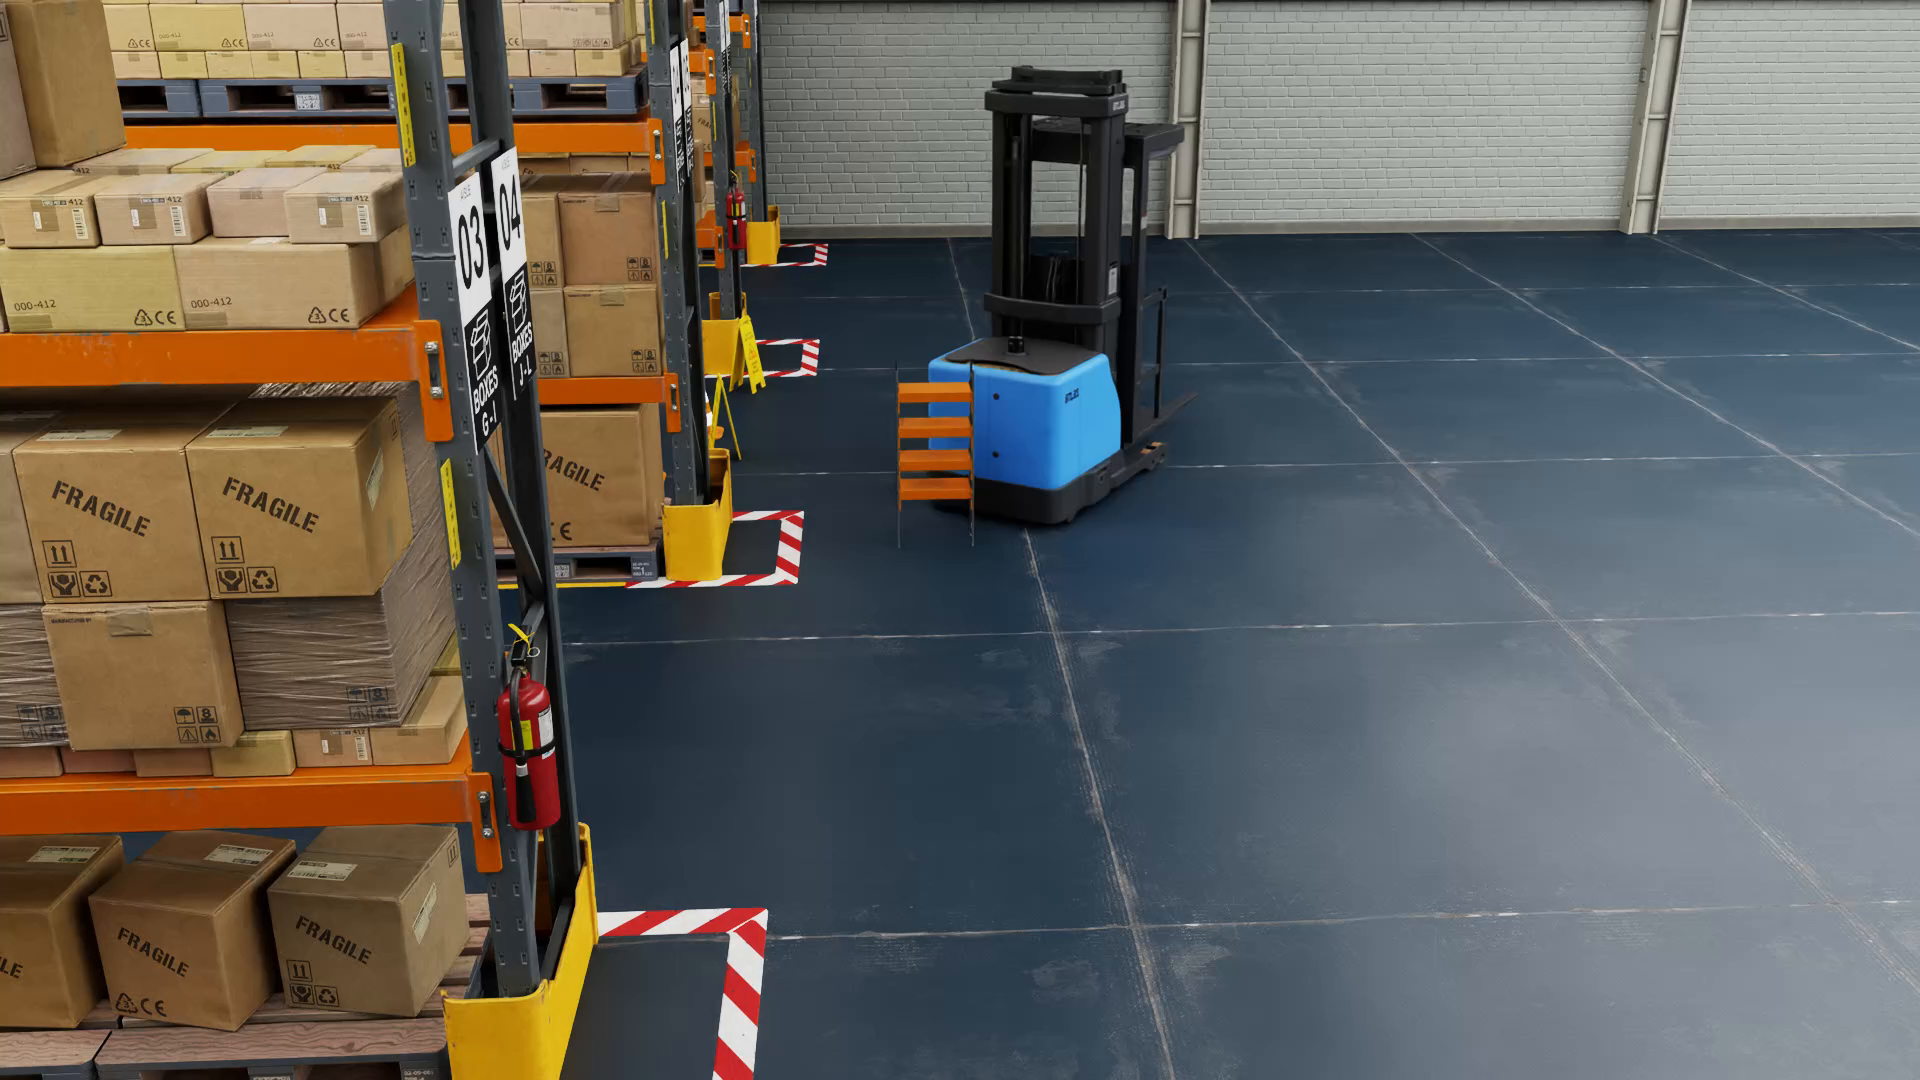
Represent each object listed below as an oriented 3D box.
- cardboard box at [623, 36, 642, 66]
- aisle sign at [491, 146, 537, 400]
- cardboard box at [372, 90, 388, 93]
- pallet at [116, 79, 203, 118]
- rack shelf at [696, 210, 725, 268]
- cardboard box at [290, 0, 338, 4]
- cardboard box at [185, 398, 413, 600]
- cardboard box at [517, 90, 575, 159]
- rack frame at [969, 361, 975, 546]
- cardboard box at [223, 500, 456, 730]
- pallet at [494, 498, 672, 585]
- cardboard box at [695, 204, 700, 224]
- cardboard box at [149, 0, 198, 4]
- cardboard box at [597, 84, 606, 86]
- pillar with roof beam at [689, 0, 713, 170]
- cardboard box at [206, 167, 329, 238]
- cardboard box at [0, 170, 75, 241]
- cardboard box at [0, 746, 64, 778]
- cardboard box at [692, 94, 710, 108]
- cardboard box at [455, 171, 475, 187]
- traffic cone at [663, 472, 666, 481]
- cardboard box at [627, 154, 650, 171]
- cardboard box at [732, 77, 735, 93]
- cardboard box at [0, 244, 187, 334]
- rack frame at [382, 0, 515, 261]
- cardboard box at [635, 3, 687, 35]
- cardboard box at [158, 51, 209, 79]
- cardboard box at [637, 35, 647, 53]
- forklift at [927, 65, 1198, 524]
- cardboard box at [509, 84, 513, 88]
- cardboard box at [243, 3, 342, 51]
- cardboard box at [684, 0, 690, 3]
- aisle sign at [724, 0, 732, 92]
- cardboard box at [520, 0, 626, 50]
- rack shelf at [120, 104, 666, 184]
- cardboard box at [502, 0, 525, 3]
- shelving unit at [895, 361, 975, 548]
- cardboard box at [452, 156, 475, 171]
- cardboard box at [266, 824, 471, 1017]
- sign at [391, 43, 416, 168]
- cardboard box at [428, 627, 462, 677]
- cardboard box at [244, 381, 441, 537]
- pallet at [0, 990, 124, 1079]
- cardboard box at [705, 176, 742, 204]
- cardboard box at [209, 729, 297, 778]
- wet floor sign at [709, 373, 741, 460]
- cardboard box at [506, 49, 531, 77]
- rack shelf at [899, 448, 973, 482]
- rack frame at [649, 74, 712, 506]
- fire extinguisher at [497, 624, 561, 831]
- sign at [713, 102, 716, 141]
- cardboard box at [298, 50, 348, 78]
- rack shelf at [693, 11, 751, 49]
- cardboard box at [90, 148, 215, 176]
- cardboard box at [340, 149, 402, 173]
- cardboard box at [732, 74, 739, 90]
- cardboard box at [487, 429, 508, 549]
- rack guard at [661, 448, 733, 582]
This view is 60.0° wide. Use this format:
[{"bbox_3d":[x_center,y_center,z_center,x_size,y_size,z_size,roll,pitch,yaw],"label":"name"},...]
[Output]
[{"bbox_3d":[-2.096,-2.984,10.150,0.250,0.149,0.380,-1,21,-3],"label":"cardboard box"},{"bbox_3d":[-1.508,-0.909,5.638,0.004,0.787,0.394,-1,21,-3],"label":"aisle sign"},{"bbox_3d":[-5.149,-3.612,14.430,0.500,0.500,0.700,-1,21,-3],"label":"cardboard box"},{"bbox_3d":[-4.911,-2.642,9.753,1.213,0.211,1.003,-1,21,-3],"label":"pallet"},{"bbox_3d":[-4.115,-2.729,15.085,4.000,0.370,1.077,-1,21,-3],"label":"rack shelf"},{"bbox_3d":[-3.575,-3.092,9.311,0.250,0.149,0.380,-1,21,-3],"label":"cardboard box"},{"bbox_3d":[-2.088,-0.140,5.309,0.500,0.500,0.500,-1,21,-3],"label":"cardboard box"},{"bbox_3d":[-3.625,-3.617,14.441,0.500,0.500,0.700,-1,21,-4],"label":"cardboard box"},{"bbox_3d":[0.078,-0.562,10.912,0.015,1.200,0.240,-1,21,-3],"label":"rack frame"},{"bbox_3d":[-2.103,0.230,5.743,0.500,0.500,0.875,-1,21,-3],"label":"cardboard box"},{"bbox_3d":[-2.529,-0.003,10.831,1.213,0.211,1.003,-1,21,-3],"label":"pallet"},{"bbox_3d":[-2.480,-2.905,14.889,0.250,0.149,0.380,0,21,-1],"label":"cardboard box"},{"bbox_3d":[-4.328,-3.077,9.272,0.250,0.149,0.380,-1,21,-2],"label":"cardboard box"},{"bbox_3d":[-4.020,-5.215,19.131,0.250,0.149,0.380,-1,21,-2],"label":"cardboard box"},{"bbox_3d":[-2.906,-6.450,15.415,0.400,9.000,9.100,-1,21,-3],"label":"pillar with roof beam"},{"bbox_3d":[-2.079,-1.024,5.029,0.250,0.149,0.380,-2,21,-5],"label":"cardboard box"},{"bbox_3d":[-2.849,-1.005,4.980,0.250,0.149,0.380,-1,21,-2],"label":"cardboard box"},{"bbox_3d":[-3.073,0.642,5.572,0.250,0.149,0.380,-1,21,-3],"label":"cardboard box"},{"bbox_3d":[-2.989,-5.097,19.240,0.250,0.149,0.380,-1,21,-2],"label":"cardboard box"},{"bbox_3d":[-3.218,-1.924,10.230,0.550,0.550,0.875,-1,21,-3],"label":"cardboard box"},{"bbox_3d":[-2.346,-0.658,12.199,0.334,0.463,0.336,-1,21,-3],"label":"traffic cone"},{"bbox_3d":[-2.645,-3.183,14.707,0.500,0.500,0.500,-2,21,-4],"label":"cardboard box"},{"bbox_3d":[-2.751,-5.276,19.293,0.250,0.149,0.380,-1,21,-3],"label":"cardboard box"},{"bbox_3d":[-2.518,-0.806,5.018,0.500,0.250,0.500,-1,21,-3],"label":"cardboard box"},{"bbox_3d":[-1.553,-2.390,4.750,0.127,3.000,1.000,-1,21,-3],"label":"rack frame"},{"bbox_3d":[-2.614,-4.471,14.225,0.500,0.250,0.500,-1,21,-4],"label":"cardboard box"},{"bbox_3d":[-4.330,-2.704,9.414,0.250,0.149,0.380,-1,21,-4],"label":"cardboard box"},{"bbox_3d":[-2.705,-4.267,14.251,0.250,0.149,0.380,-1,21,-3],"label":"cardboard box"},{"bbox_3d":[0.927,-1.959,12.146,1.130,2.935,3.031,11,24,27],"label":"forklift"},{"bbox_3d":[-5.033,-5.207,19.113,0.250,0.149,0.380,-1,21,-4],"label":"cardboard box"},{"bbox_3d":[-3.712,-2.925,9.433,0.500,0.250,0.500,-1,21,-3],"label":"cardboard box"},{"bbox_3d":[-2.439,-4.651,14.139,0.250,0.149,0.380,-1,21,-3],"label":"cardboard box"},{"bbox_3d":[-2.074,-4.432,14.894,0.004,0.787,0.394,-1,21,-3],"label":"aisle sign"},{"bbox_3d":[-2.208,-2.954,9.511,0.500,0.250,0.500,-1,21,-2],"label":"cardboard box"},{"bbox_3d":[-3.732,-2.375,9.938,4.000,0.370,1.077,-1,21,-3],"label":"rack shelf"},{"bbox_3d":[-2.557,-3.113,9.367,0.250,0.149,0.380,-1,21,-2],"label":"cardboard box"},{"bbox_3d":[-0.165,-0.557,10.899,0.503,1.200,0.258,-1,21,-3],"label":"shelving unit"},{"bbox_3d":[-4.152,-3.162,14.652,0.500,0.500,0.500,-1,21,-2],"label":"cardboard box"},{"bbox_3d":[-2.177,1.393,6.170,0.500,0.500,0.500,3,21,7],"label":"cardboard box"},{"bbox_3d":[-1.541,-1.204,4.607,0.005,0.325,0.100,-1,21,-3],"label":"sign"},{"bbox_3d":[-1.851,0.453,6.069,0.250,0.149,0.380,-1,21,-3],"label":"cardboard box"},{"bbox_3d":[-2.117,-0.324,5.794,0.500,0.500,0.500,-1,21,-3],"label":"cardboard box"},{"bbox_3d":[-3.657,1.747,6.237,1.213,0.211,1.003,-1,21,-3],"label":"pallet"},{"bbox_3d":[-2.848,-4.128,19.616,0.500,0.250,0.500,0,21,-1],"label":"cardboard box"},{"bbox_3d":[-2.322,0.639,5.580,0.250,0.149,0.380,-1,21,-3],"label":"cardboard box"},{"bbox_3d":[-1.819,-0.953,12.718,0.232,0.644,0.267,-5,21,-12],"label":"wet floor sign"},{"bbox_3d":[-2.556,-2.740,9.508,0.250,0.149,0.380,-1,21,-2],"label":"cardboard box"},{"bbox_3d":[-0.165,-0.495,10.923,0.480,0.148,0.258,-1,21,-3],"label":"rack shelf"},{"bbox_3d":[-1.735,-1.350,10.451,0.127,3.000,1.000,-1,21,-3],"label":"rack frame"},{"bbox_3d":[-1.412,0.612,5.407,0.183,0.674,0.296,-1,21,-3],"label":"fire extinguisher"},{"bbox_3d":[-2.107,-3.597,14.283,0.005,0.325,0.100,-1,21,-3],"label":"sign"},{"bbox_3d":[-3.570,-2.719,9.454,0.250,0.149,0.380,-1,21,-2],"label":"cardboard box"},{"bbox_3d":[-4.402,-5.894,19.182,4.000,0.370,1.077,-1,21,-3],"label":"rack shelf"},{"bbox_3d":[-2.626,-1.180,5.440,0.250,0.149,0.380,0,21,-1],"label":"cardboard box"},{"bbox_3d":[-1.841,-1.180,5.440,0.250,0.149,0.380,-1,21,-3],"label":"cardboard box"},{"bbox_3d":[-2.753,-5.427,19.690,0.250,0.149,0.380,-2,21,-4],"label":"cardboard box"},{"bbox_3d":[-3.287,-0.497,10.607,0.875,0.875,0.875,-1,21,-4],"label":"cardboard box"},{"bbox_3d":[-1.711,-0.182,10.897,0.348,0.500,1.175,-1,21,-3],"label":"rack guard"}]
